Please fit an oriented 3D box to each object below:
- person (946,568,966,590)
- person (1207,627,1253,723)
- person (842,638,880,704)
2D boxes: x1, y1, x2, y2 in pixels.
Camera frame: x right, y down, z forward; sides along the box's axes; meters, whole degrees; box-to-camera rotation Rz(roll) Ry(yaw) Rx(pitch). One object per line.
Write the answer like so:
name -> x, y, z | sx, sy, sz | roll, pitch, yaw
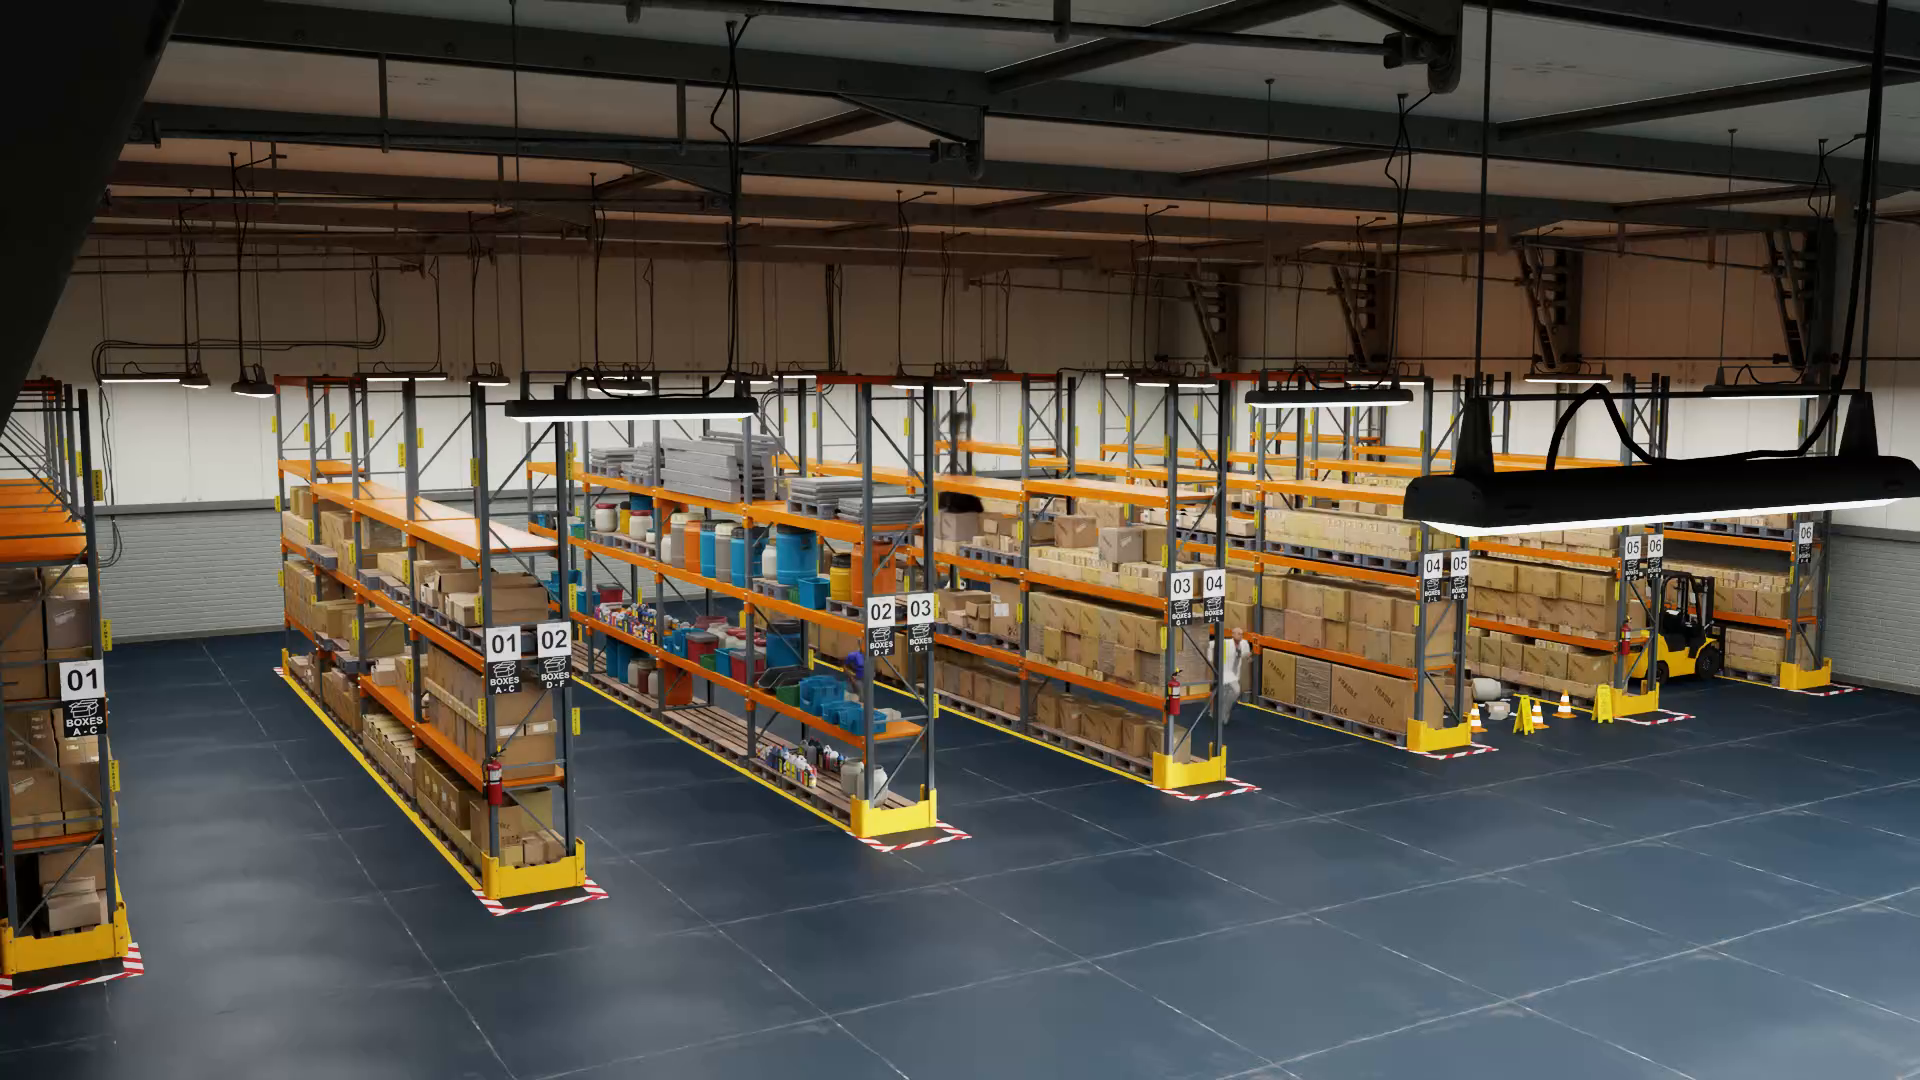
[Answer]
person -> -0.031, 1.446, 37.190 | 0.570, 1.661, 0.515 | -3, 7, -23
person -> 4.651, 2.416, 28.701 | 0.690, 1.523, 0.953 | -4, 8, -34
person -> -1.623, 2.466, 28.069 | 0.551, 1.658, 0.666 | -6, 8, -42
